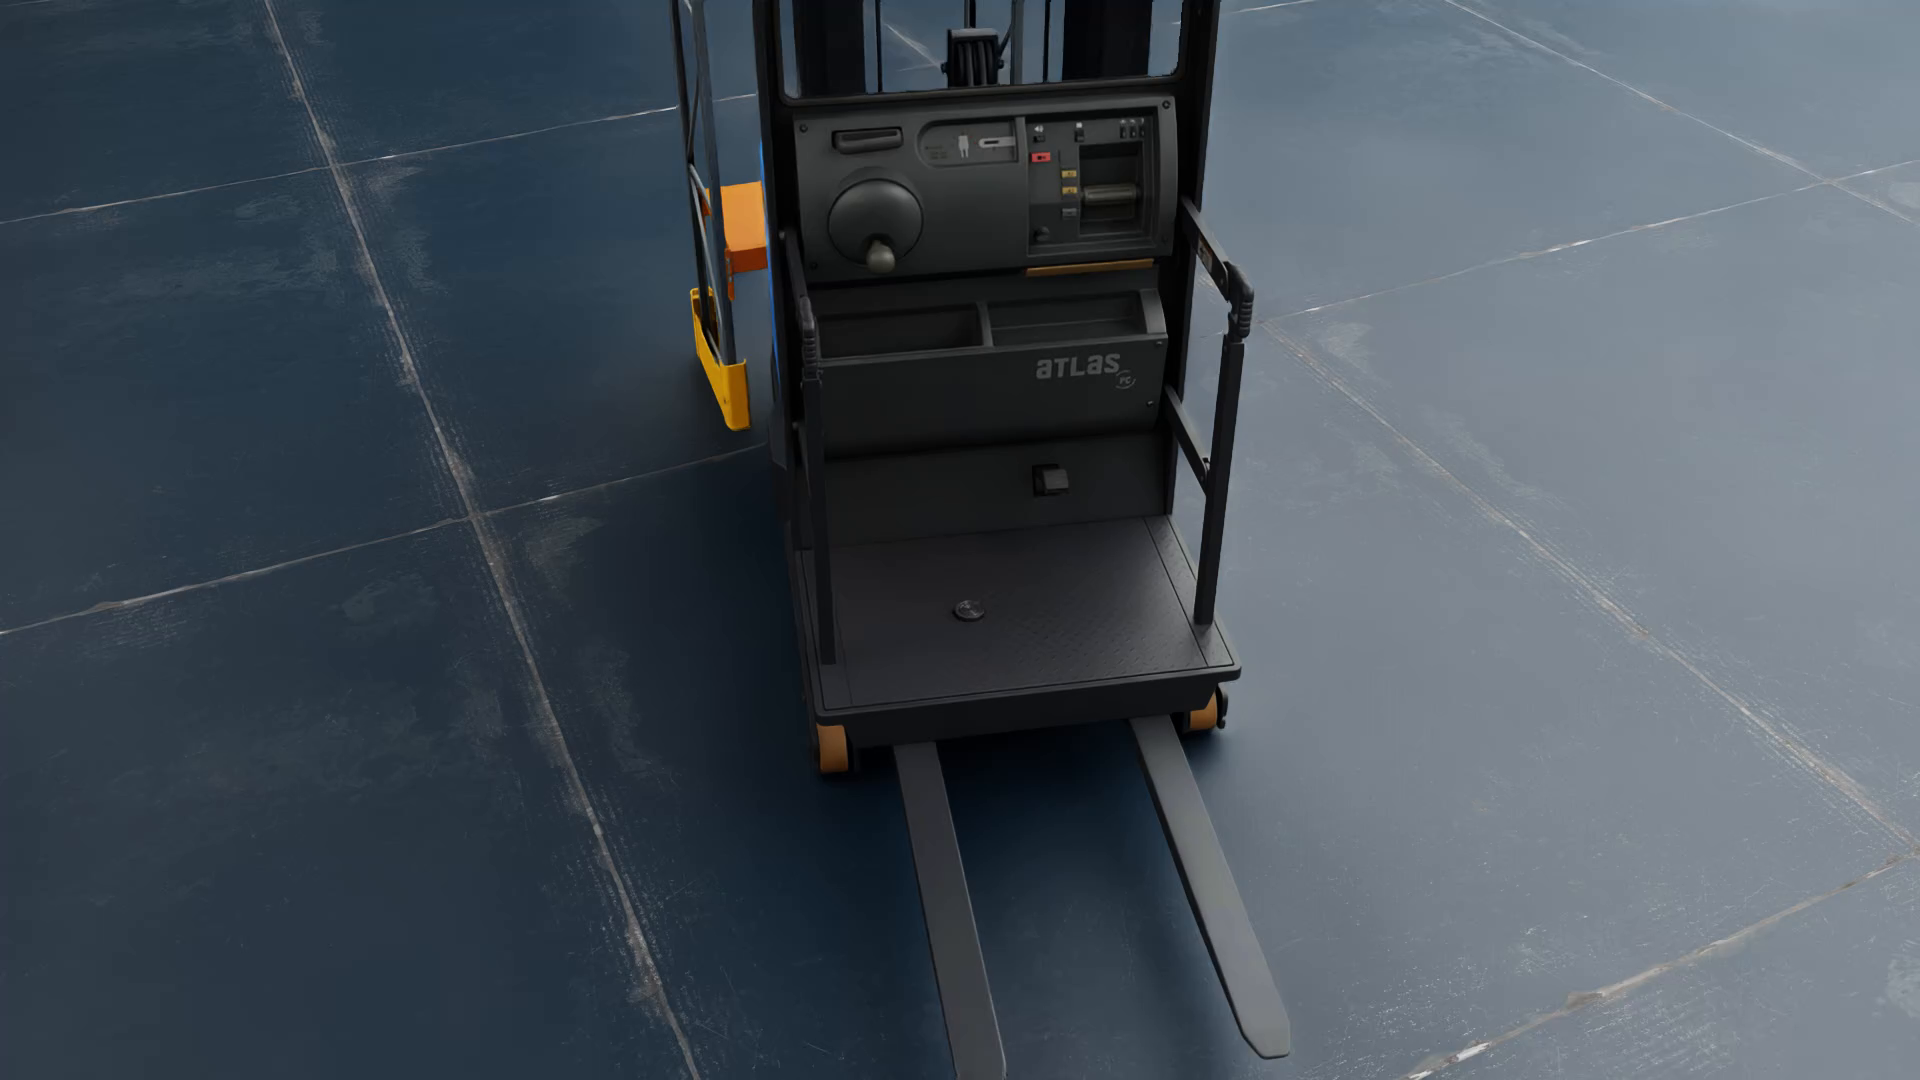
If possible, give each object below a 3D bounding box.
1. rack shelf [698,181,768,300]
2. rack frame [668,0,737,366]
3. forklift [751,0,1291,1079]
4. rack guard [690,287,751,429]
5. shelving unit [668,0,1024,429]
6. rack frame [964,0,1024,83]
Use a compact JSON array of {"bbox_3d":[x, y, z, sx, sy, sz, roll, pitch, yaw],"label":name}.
[{"bbox_3d":[-0.373,-1.109,5.789,1.000,0.185,0.538,-11,38,-15],"label":"rack shelf"},{"bbox_3d":[-0.855,-1.157,5.551,0.032,1.500,0.500,-11,38,-15],"label":"rack frame"},{"bbox_3d":[0.107,-0.791,3.856,1.130,2.935,3.031,-6,37,-8],"label":"forklift"},{"bbox_3d":[-0.854,-0.655,5.924,0.087,0.250,0.587,-11,38,-15],"label":"rack guard"},{"bbox_3d":[-0.382,-1.252,5.679,1.083,1.500,0.587,-11,38,-15],"label":"shelving unit"},{"bbox_3d":[0.108,-1.351,5.812,0.032,1.500,0.500,-11,38,-15],"label":"rack frame"}]
